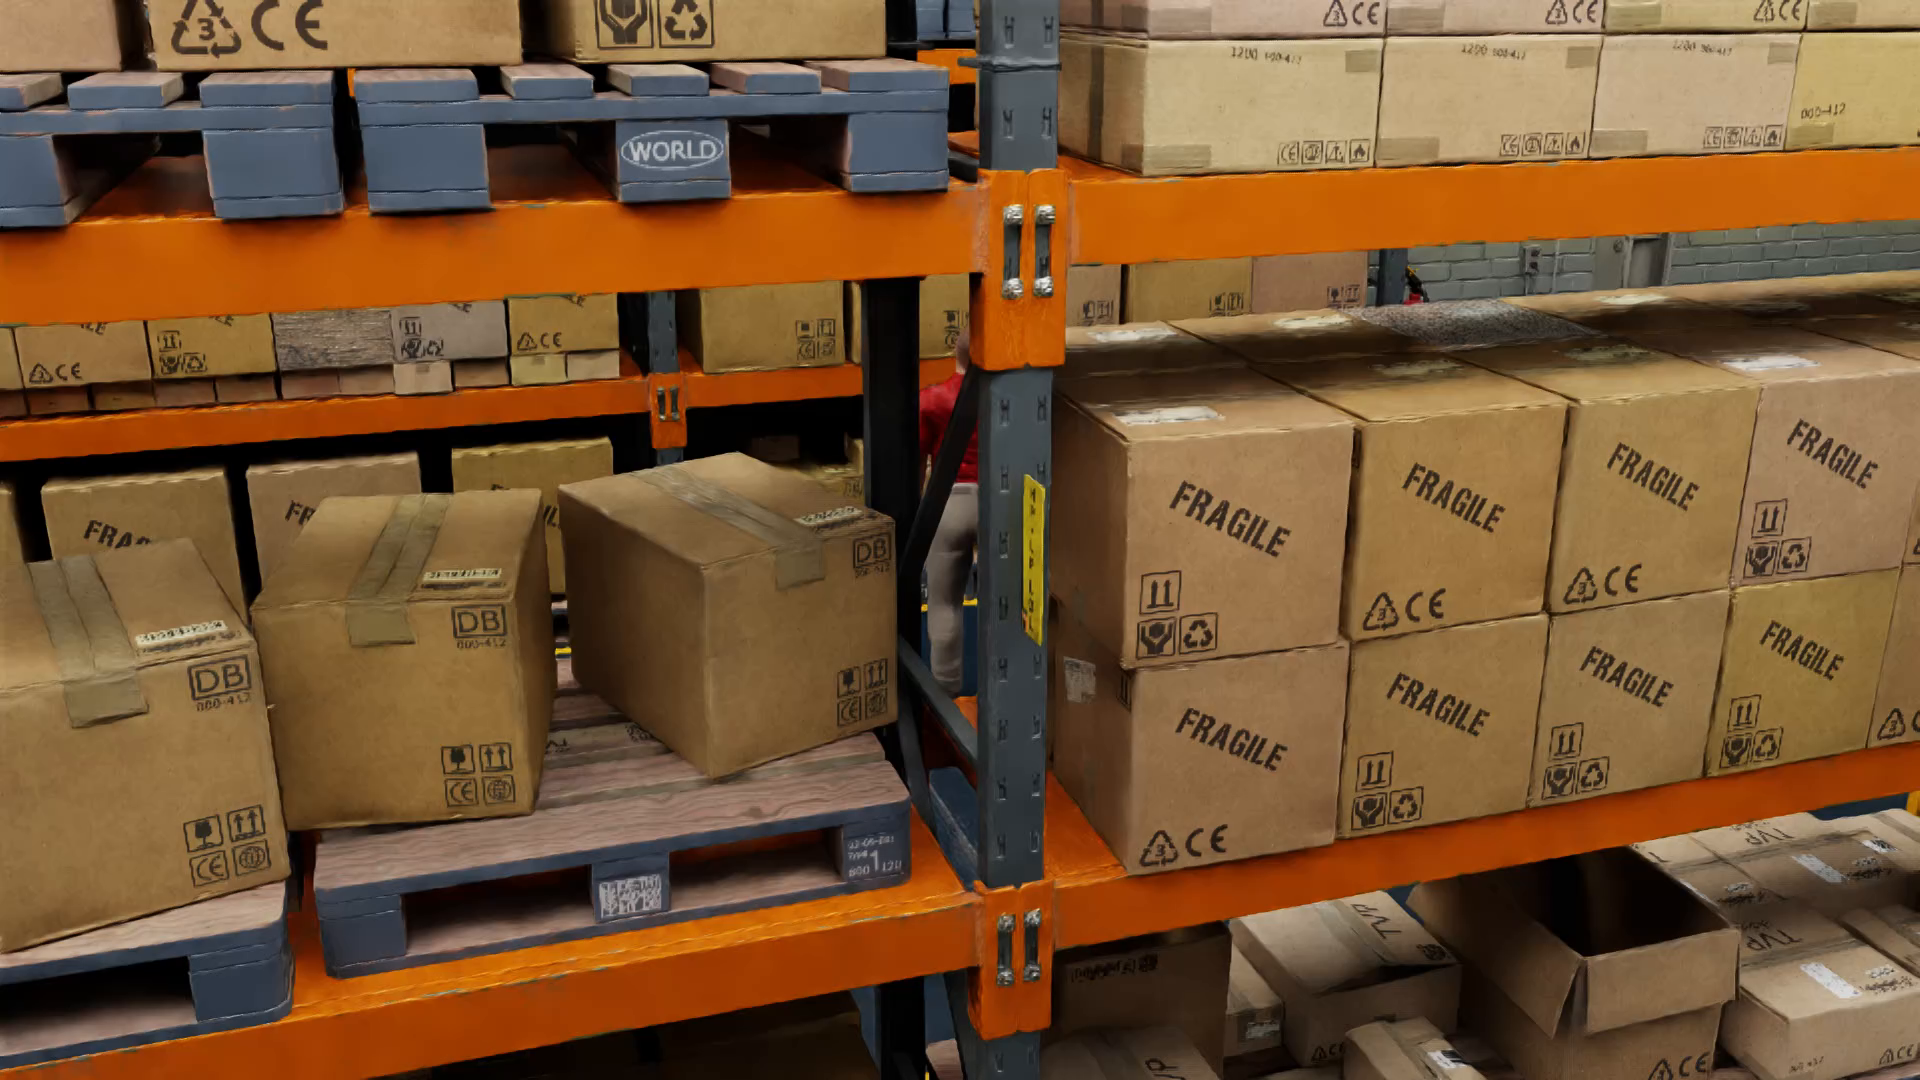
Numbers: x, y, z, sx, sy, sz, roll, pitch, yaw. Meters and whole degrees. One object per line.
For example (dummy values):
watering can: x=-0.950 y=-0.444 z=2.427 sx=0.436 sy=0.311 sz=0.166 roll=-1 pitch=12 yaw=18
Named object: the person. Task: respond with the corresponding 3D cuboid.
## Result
person: x=0.083 y=-0.107 z=7.333 sx=0.652 sy=1.724 sz=0.588 roll=0 pitch=19 yaw=1
